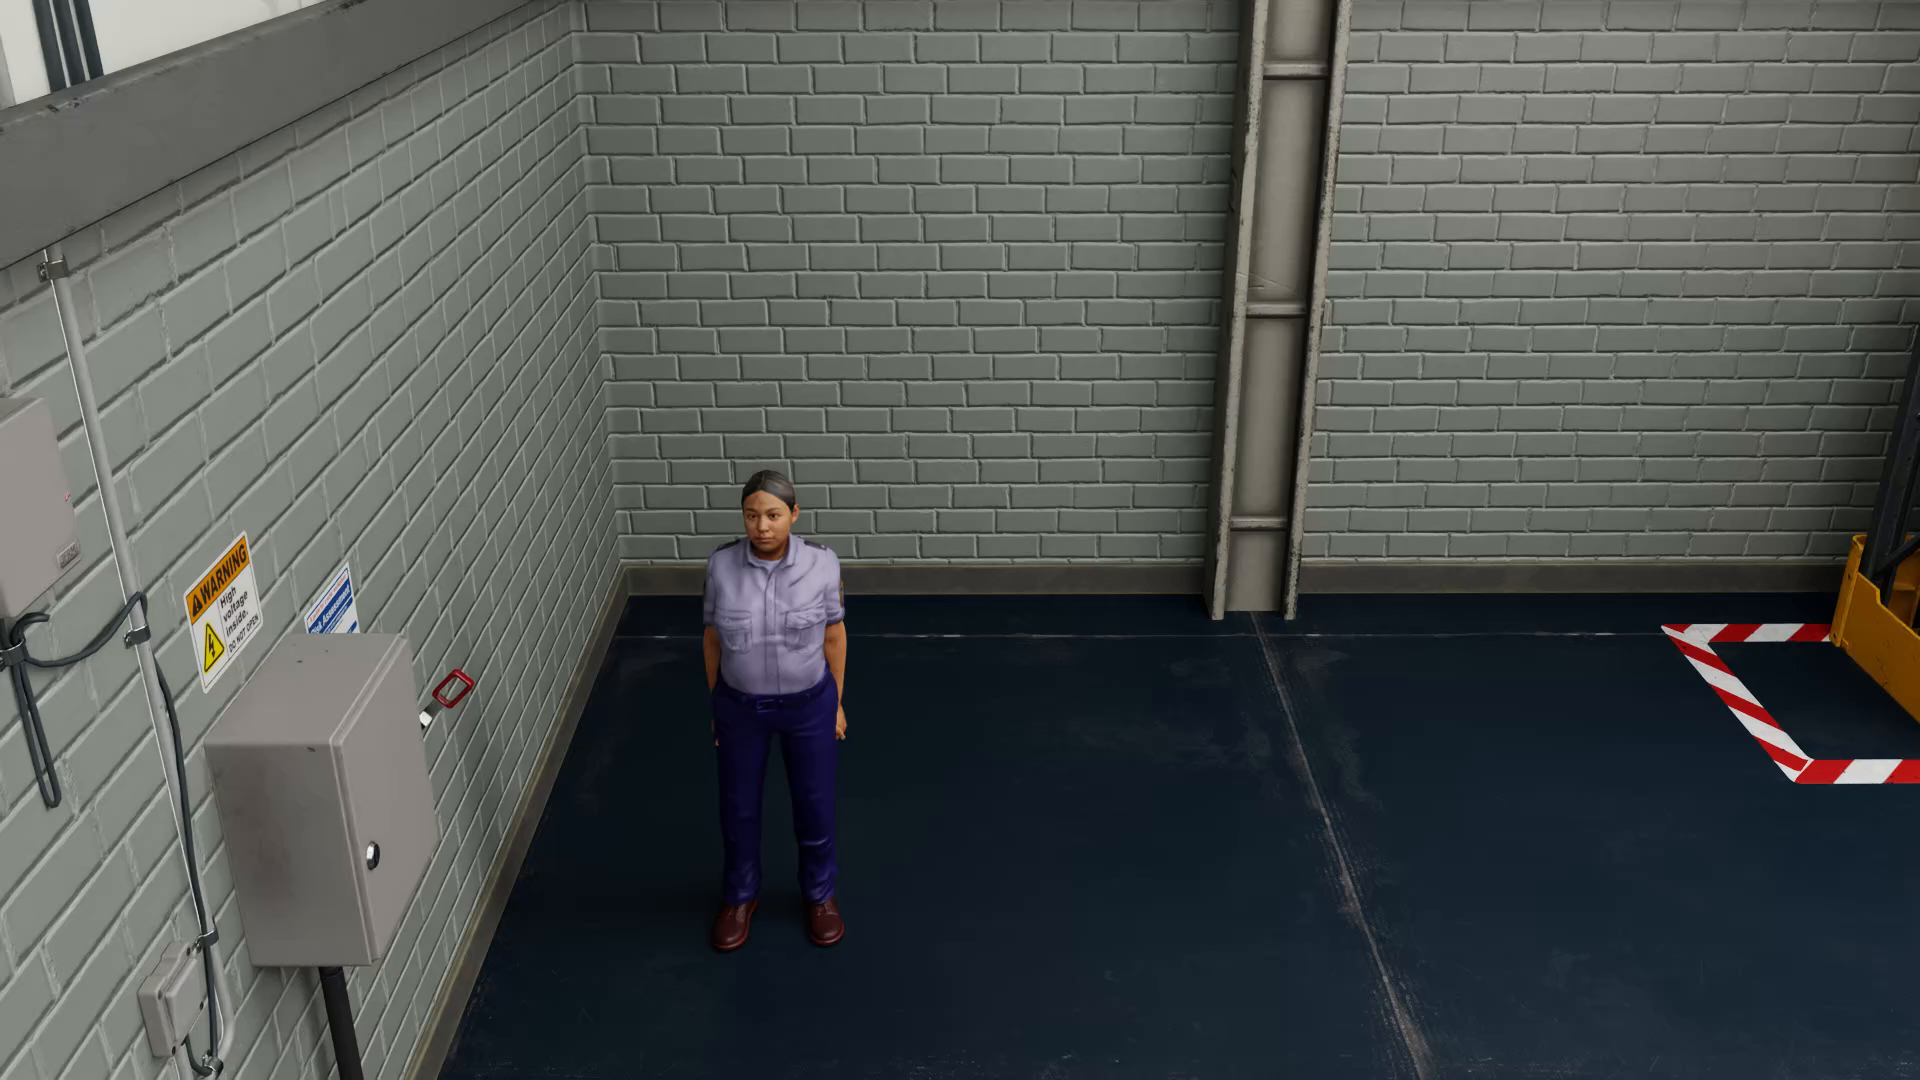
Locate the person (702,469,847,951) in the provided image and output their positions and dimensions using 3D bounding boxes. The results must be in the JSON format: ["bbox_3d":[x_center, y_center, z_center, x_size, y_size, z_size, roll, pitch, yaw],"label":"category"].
[{"bbox_3d":[-0.605,0.561,5.397,0.487,1.635,0.361,-2,24,-4],"label":"person"}]
